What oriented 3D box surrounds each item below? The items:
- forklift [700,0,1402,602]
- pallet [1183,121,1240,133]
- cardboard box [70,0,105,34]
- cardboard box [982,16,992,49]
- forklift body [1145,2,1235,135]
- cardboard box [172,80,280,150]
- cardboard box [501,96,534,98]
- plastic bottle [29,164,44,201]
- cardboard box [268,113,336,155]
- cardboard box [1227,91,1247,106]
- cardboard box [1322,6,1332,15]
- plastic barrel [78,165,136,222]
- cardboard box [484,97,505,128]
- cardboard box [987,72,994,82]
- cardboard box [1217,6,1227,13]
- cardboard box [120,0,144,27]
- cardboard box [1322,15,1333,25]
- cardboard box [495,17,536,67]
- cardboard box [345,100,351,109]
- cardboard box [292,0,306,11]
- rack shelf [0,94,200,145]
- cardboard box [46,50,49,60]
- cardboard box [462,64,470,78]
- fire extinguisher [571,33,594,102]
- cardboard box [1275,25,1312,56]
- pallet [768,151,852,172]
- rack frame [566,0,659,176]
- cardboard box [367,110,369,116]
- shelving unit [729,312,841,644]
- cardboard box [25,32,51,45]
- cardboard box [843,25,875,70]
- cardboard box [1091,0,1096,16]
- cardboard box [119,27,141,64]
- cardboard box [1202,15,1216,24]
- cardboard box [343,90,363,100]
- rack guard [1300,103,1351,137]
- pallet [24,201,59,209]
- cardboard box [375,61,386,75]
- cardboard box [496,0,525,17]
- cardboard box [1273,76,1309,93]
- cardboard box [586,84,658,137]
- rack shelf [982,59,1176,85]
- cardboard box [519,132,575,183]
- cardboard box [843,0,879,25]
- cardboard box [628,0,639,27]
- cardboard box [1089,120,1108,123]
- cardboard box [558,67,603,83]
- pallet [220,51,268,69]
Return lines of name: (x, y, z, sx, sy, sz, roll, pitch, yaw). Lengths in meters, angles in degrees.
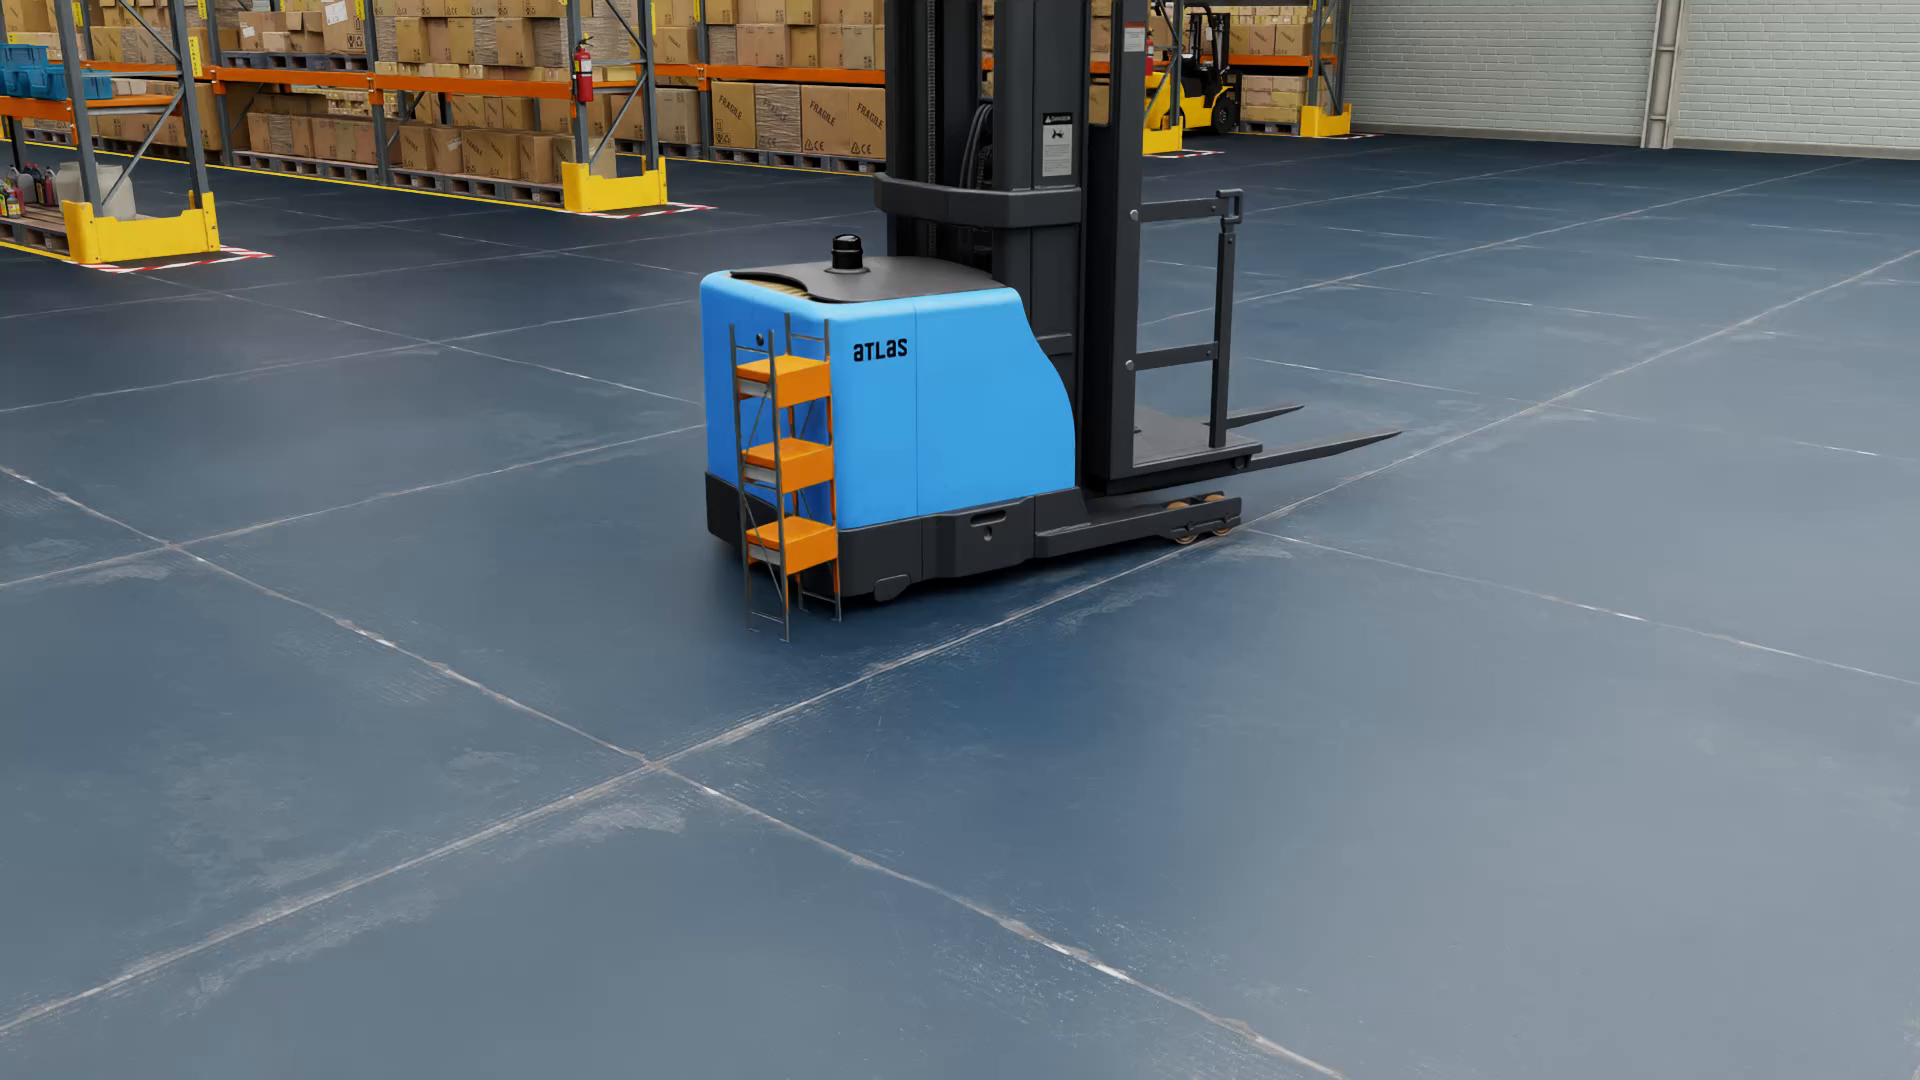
forklift: (0.525, -1.502, 6.498, 3.031, 2.935, 1.130, -11, 21, -32)
pallet: (4.721, -7.431, 29.676, 1.213, 0.211, 1.003, 15, 23, 39)
cardboard box: (-13.138, -7.874, 24.979, 0.500, 0.500, 0.500, 16, 24, 41)
cardboard box: (0.480, -7.992, 26.180, 0.500, 0.500, 0.500, 15, 23, 39)
forklift body: (3.600, -7.934, 28.056, 1.214, 2.155, 2.313, 15, 23, 39)
cardboard box: (-10.127, -5.942, 23.193, 0.875, 0.875, 1.225, 14, 22, 37)
cardboard box: (-6.942, -7.157, 26.403, 0.500, 0.250, 0.500, 14, 23, 38)
plastic bottle: (-9.104, -3.532, 16.433, 0.185, 0.351, 0.144, 14, 22, 37)
cardboard box: (-8.687, -5.391, 22.044, 0.500, 0.500, 0.700, 13, 22, 35)
cardboard box: (4.889, -7.727, 29.027, 0.500, 0.250, 0.500, 14, 23, 38)
cardboard box: (6.120, -8.985, 28.235, 0.250, 0.149, 0.380, 14, 23, 38)
plastic barrel: (-7.471, -3.013, 14.566, 0.421, 0.512, 0.421, 0, 18, 0)
cardboard box: (-7.308, -6.900, 26.832, 0.500, 0.500, 0.500, 16, 24, 41)
cardboard box: (0.647, -7.285, 26.147, 0.250, 0.149, 0.380, 16, 24, 41)
cardboard box: (4.670, -9.200, 28.913, 0.250, 0.149, 0.380, 15, 23, 40)
cardboard box: (-11.627, -7.673, 24.007, 0.637, 0.503, 0.797, 15, 23, 40)
cardboard box: (6.147, -8.854, 28.315, 0.250, 0.149, 0.380, 14, 23, 38)
cardboard box: (-4.488, -5.384, 17.961, 0.500, 0.500, 0.875, 15, 23, 39)
cardboard box: (-10.802, -7.833, 29.860, 0.250, 0.149, 0.380, 16, 24, 42)
cardboard box: (-11.699, -9.735, 30.018, 0.500, 0.500, 0.500, 16, 24, 41)
rack shelf: (-8.424, -3.943, 15.266, 4.000, 0.370, 1.077, 15, 23, 39)
cardboard box: (-14.023, -7.539, 25.825, 0.250, 0.149, 0.380, 15, 23, 38)
cardboard box: (-5.324, -5.239, 18.575, 0.250, 0.149, 0.380, 15, 23, 39)
fire extinguisher: (-3.861, -4.841, 17.033, 0.183, 0.674, 0.296, 15, 23, 39)
cardboard box: (5.687, -8.458, 28.137, 0.500, 0.500, 0.500, 14, 23, 38)
pallet: (-1.831, -5.165, 22.538, 1.213, 0.211, 1.003, 15, 23, 39)
rack frame: (-3.641, -5.005, 17.423, 0.127, 3.000, 1.000, 15, 23, 39)
cardboard box: (-10.263, -7.549, 29.458, 0.250, 0.149, 0.380, 14, 23, 38)
shelving unit: (-0.573, -0.204, 5.511, 0.215, 1.050, 0.252, 14, 24, 39)
cardboard box: (-14.268, -7.822, 26.056, 0.500, 0.250, 0.500, 14, 23, 38)
cardboard box: (-1.007, -6.348, 21.407, 0.550, 0.550, 0.875, 15, 23, 39)
cardboard box: (2.036, -8.069, 24.769, 0.500, 0.500, 0.700, 15, 23, 40)
cardboard box: (-11.687, -7.112, 23.896, 0.500, 0.500, 0.500, 14, 23, 38)
cardboard box: (4.444, -9.092, 29.064, 0.250, 0.149, 0.380, 14, 23, 38)
cardboard box: (-10.825, -7.973, 29.812, 0.250, 0.149, 0.380, 15, 23, 39)
rack guard: (6.247, -7.174, 28.391, 0.348, 0.500, 1.175, 15, 23, 39)
pallet: (-9.446, -3.214, 16.389, 1.213, 0.211, 1.003, 15, 23, 39)
cardboard box: (-6.672, -5.577, 19.641, 0.250, 0.149, 0.380, 15, 23, 39)
cardboard box: (-4.594, -5.824, 17.695, 0.500, 0.500, 0.500, 15, 23, 39)
cardboard box: (5.678, -7.759, 28.298, 0.500, 0.250, 0.500, 16, 24, 41)
cardboard box: (-5.205, -6.523, 25.233, 0.750, 0.750, 1.050, 15, 23, 40)
rack shelf: (1.441, -7.305, 25.862, 4.000, 0.370, 1.077, 15, 23, 39)
cardboard box: (-4.567, -4.255, 18.498, 0.500, 0.500, 0.500, -11, 21, -31)
cardboard box: (-0.997, -6.866, 21.253, 0.550, 0.550, 0.875, 15, 23, 39)
cardboard box: (-4.404, -7.737, 24.213, 0.500, 0.500, 0.700, 15, 23, 40)
cardboard box: (2.136, -6.243, 25.175, 0.500, 0.250, 0.500, 15, 23, 39)
cardboard box: (-3.991, -4.895, 17.494, 0.250, 0.149, 0.380, 15, 23, 39)
pallet: (-9.021, -6.401, 22.138, 1.003, 0.211, 1.213, 15, 23, 39)
